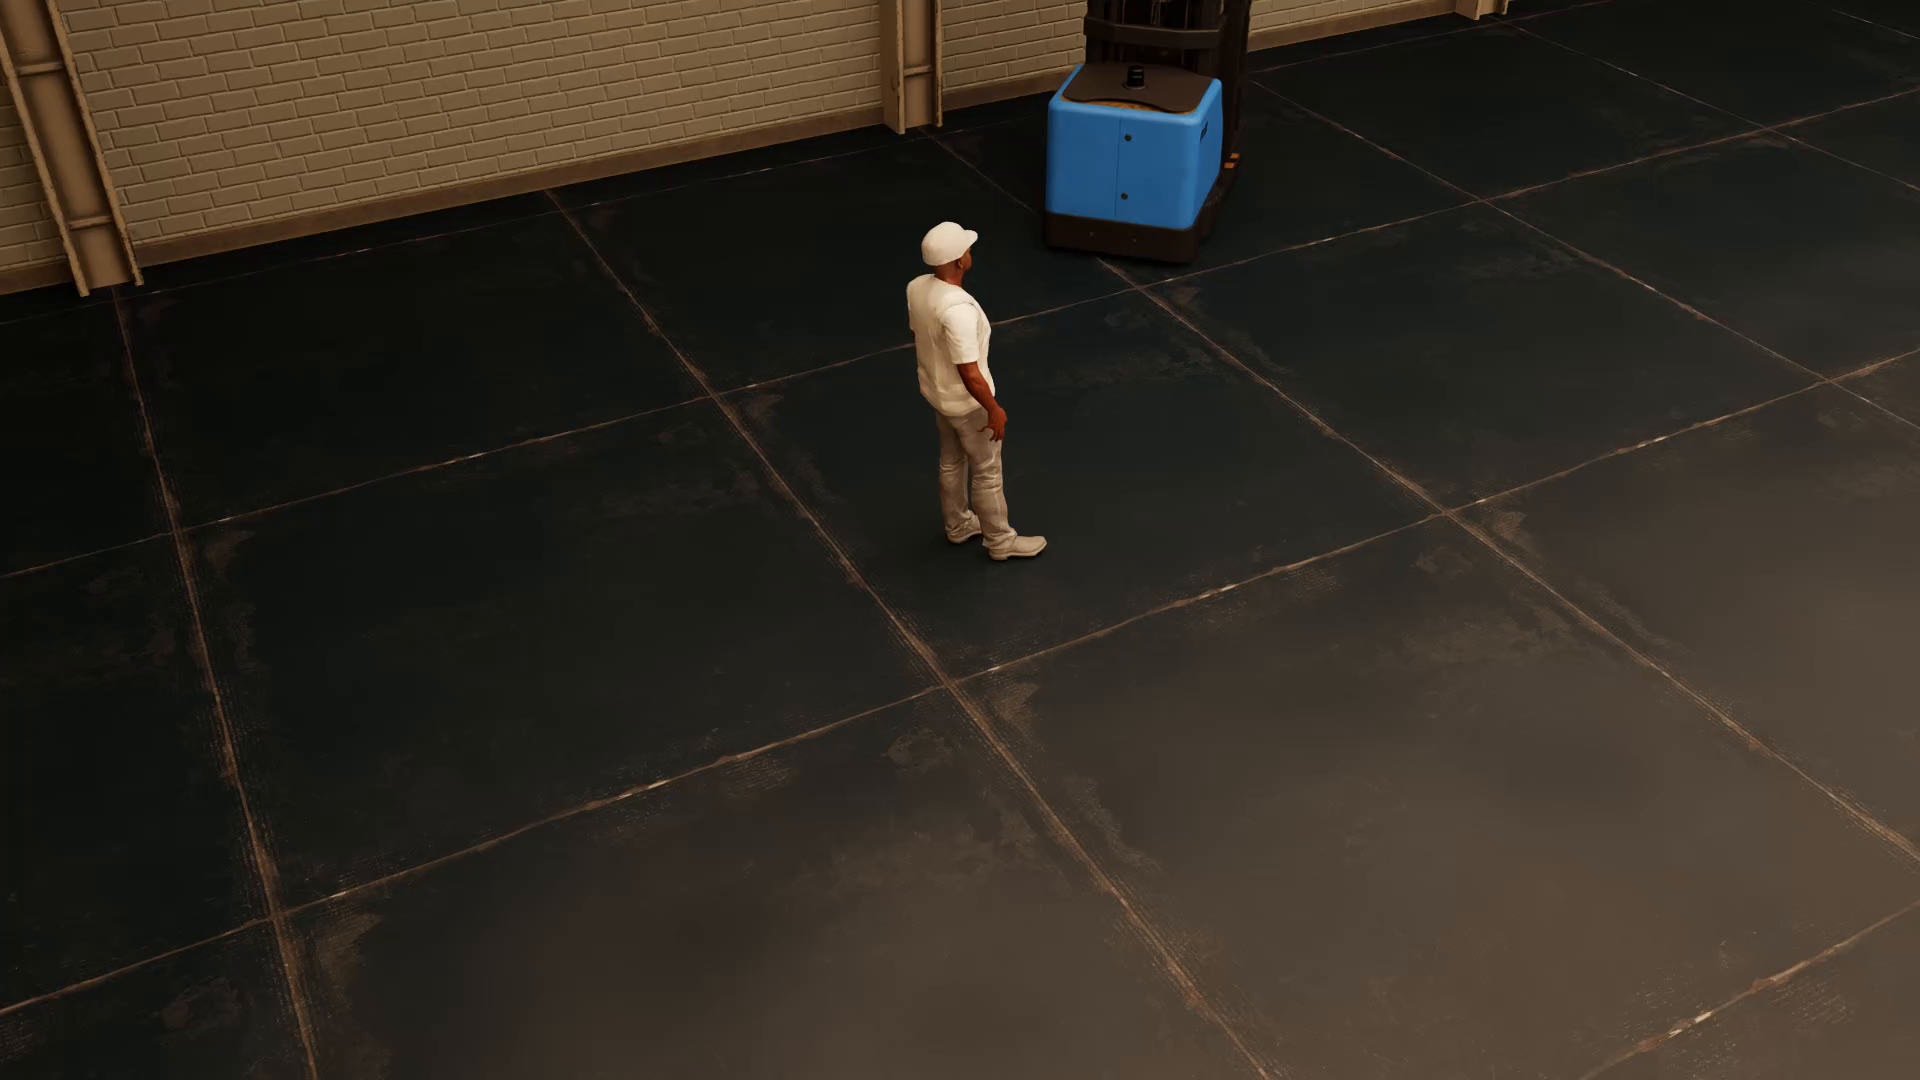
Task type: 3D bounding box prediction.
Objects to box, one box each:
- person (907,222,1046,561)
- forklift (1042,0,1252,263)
[{"bbox_3d":[0.064,-0.743,8.171,0.577,1.765,0.666,-17,39,-23],"label":"person"},{"bbox_3d":[1.502,-3.907,11.650,1.130,2.935,3.031,11,37,15],"label":"forklift"}]
